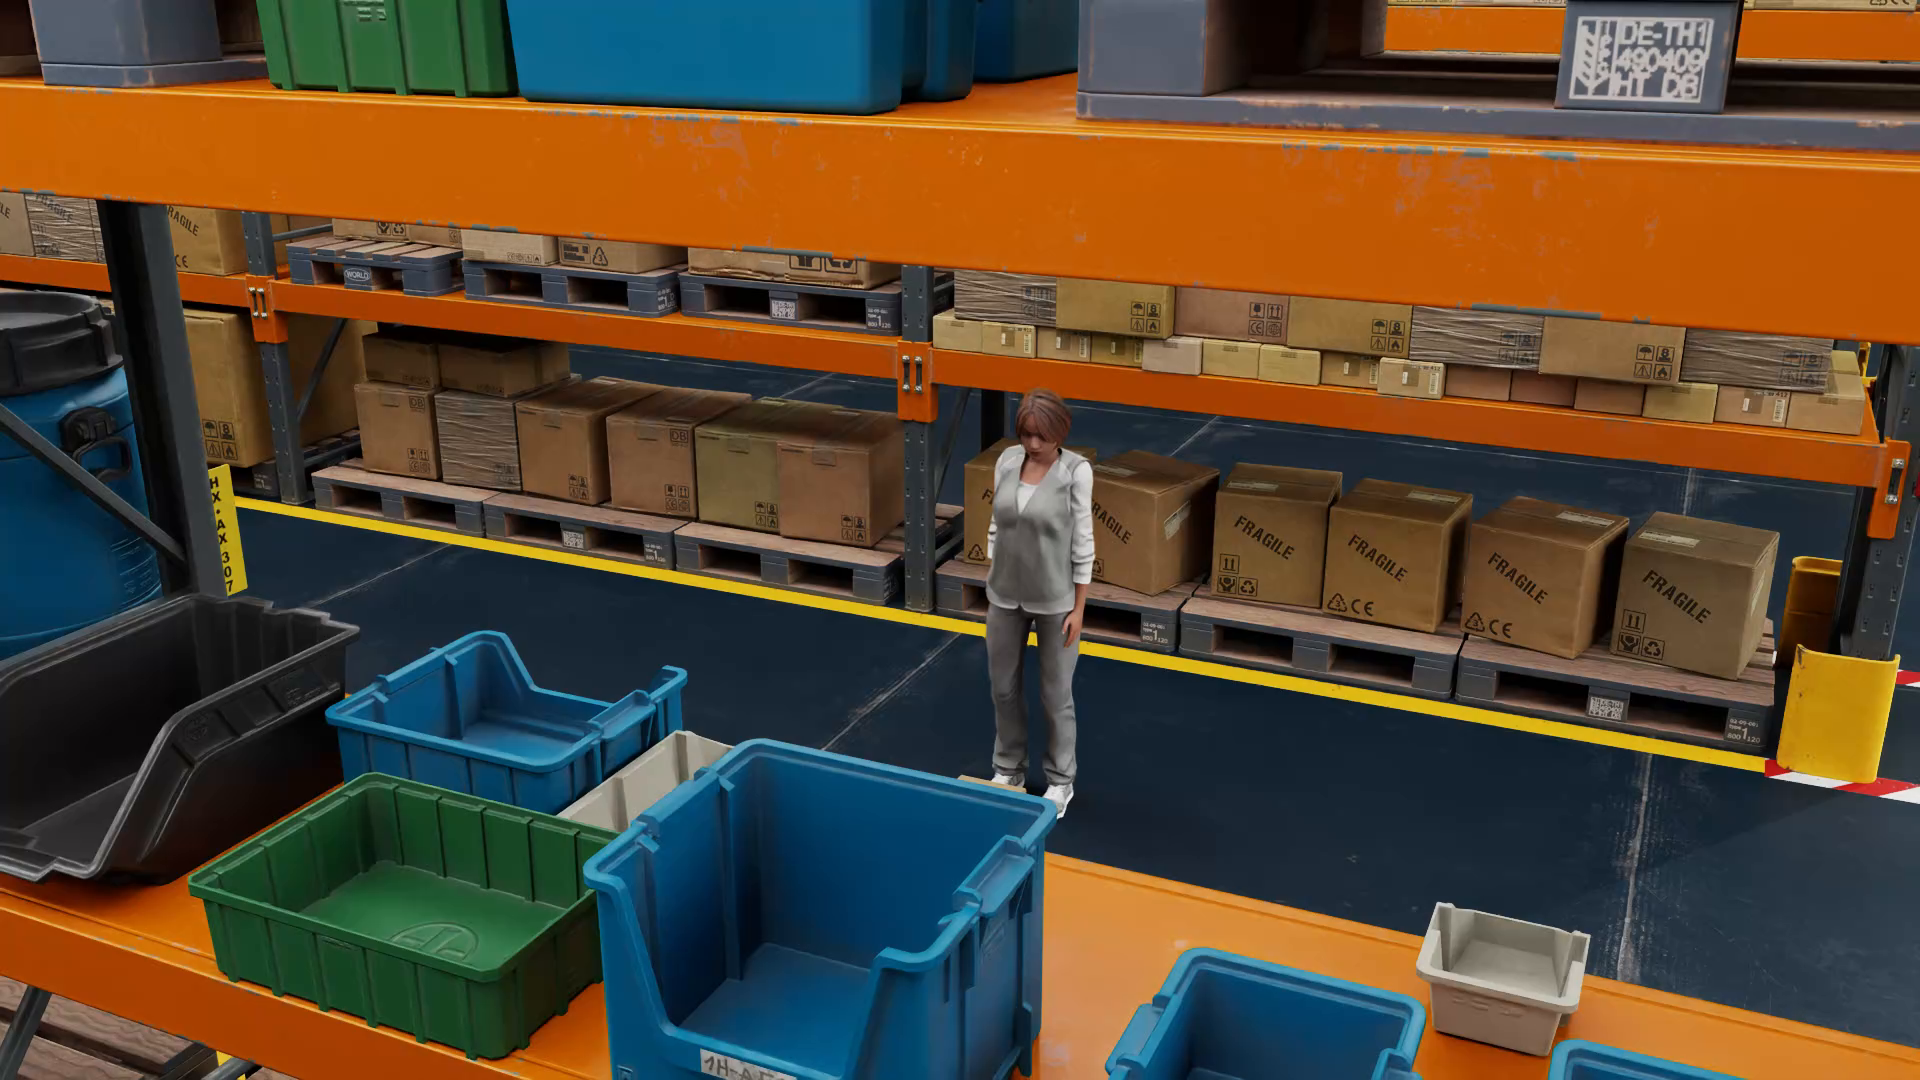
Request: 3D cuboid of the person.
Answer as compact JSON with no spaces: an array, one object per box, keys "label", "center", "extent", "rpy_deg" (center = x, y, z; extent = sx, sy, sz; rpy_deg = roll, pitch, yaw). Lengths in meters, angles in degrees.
[{"label":"person","center":[-8.212,-3.113,8.808],"extent":[19.033,6.005,25.160],"rpy_deg":[9,21,24]}]
